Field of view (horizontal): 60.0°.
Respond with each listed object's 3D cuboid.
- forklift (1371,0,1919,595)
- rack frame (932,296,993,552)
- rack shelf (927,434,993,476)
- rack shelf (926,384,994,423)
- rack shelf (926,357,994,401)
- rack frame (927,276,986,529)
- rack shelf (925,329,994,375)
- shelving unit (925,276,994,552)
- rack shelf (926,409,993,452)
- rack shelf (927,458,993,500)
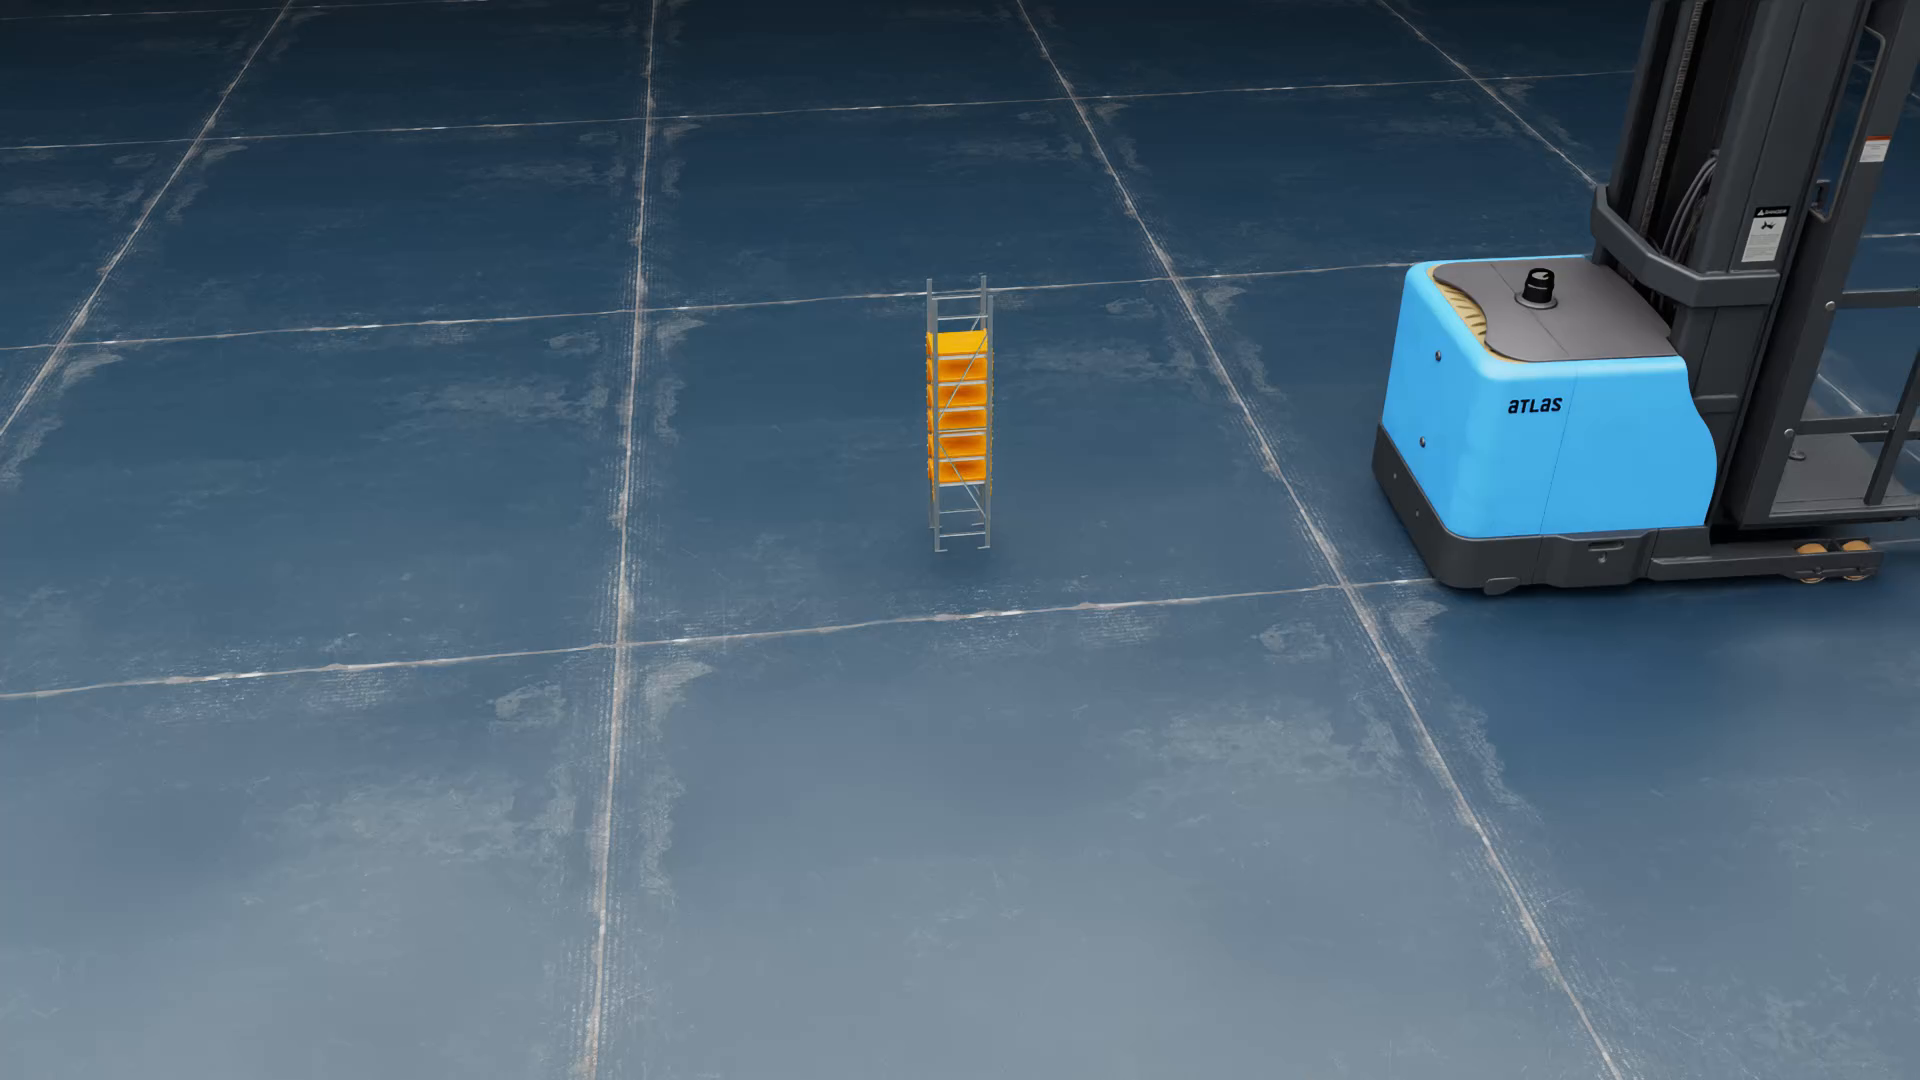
[{"bbox_3d":[3.433,-1.324,6.591,3.031,2.935,1.130,-3,34,-5],"label":"forklift"},{"bbox_3d":[0.010,-0.453,6.849,0.240,1.200,0.006,-4,35,-6],"label":"rack frame"},{"bbox_3d":[-0.002,-0.368,7.017,0.258,0.103,0.180,-4,35,-6],"label":"rack shelf"},{"bbox_3d":[-0.002,-0.566,6.881,0.258,0.103,0.180,-4,35,-6],"label":"rack shelf"},{"bbox_3d":[-0.002,-0.665,6.814,0.258,0.103,0.180,-4,35,-6],"label":"rack shelf"},{"bbox_3d":[-0.014,-0.555,6.999,0.240,1.200,0.006,-4,35,-6],"label":"rack frame"},{"bbox_3d":[-0.002,-0.765,6.746,0.258,0.103,0.180,-4,35,-6],"label":"rack shelf"},{"bbox_3d":[-0.002,-0.504,6.924,0.258,1.200,0.189,-4,35,-6],"label":"shelving unit"},{"bbox_3d":[-0.002,-0.467,6.949,0.258,0.103,0.180,-4,35,-6],"label":"rack shelf"},{"bbox_3d":[-0.002,-0.269,7.084,0.258,0.103,0.180,-4,35,-6],"label":"rack shelf"}]
